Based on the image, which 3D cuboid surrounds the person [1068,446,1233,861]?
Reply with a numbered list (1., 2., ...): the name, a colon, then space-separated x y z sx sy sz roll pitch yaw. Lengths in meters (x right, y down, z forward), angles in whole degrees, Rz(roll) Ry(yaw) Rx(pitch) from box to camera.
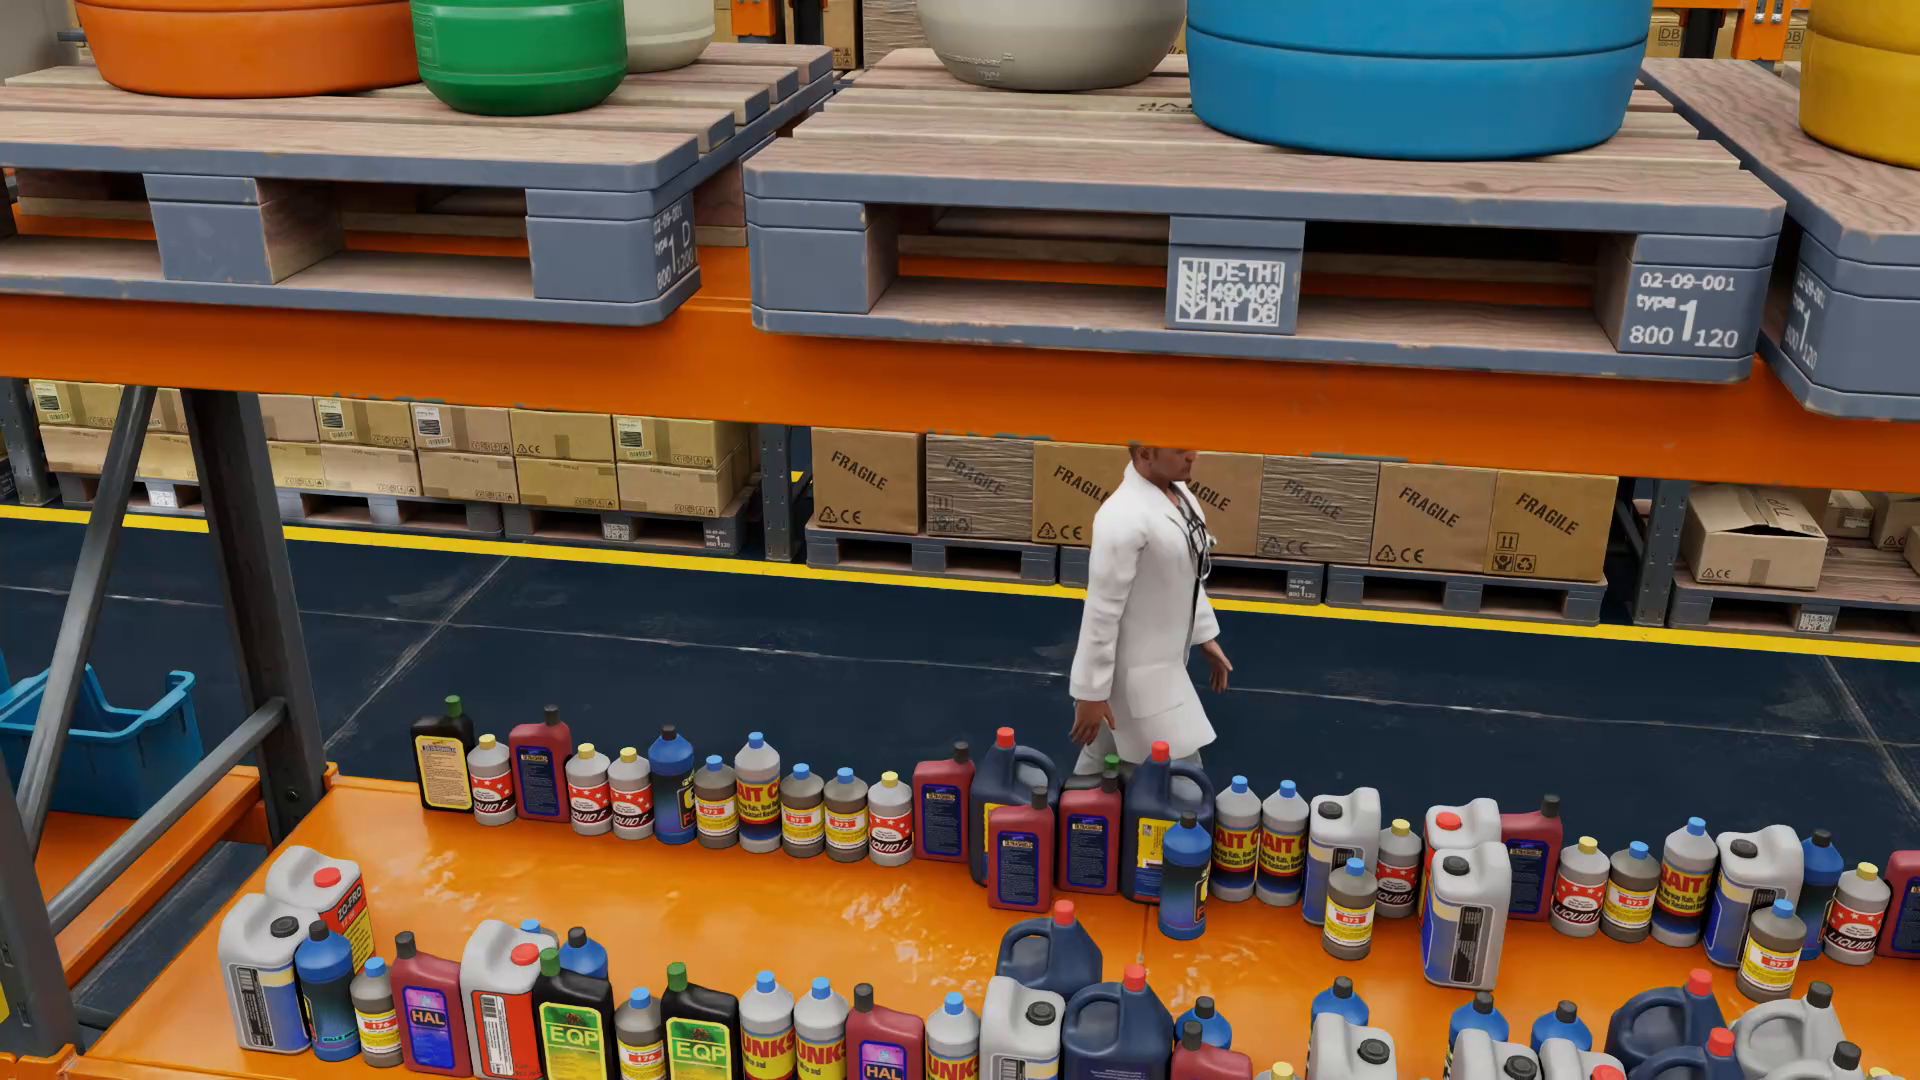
1. person: 0.669 0.413 5.187 0.851 1.767 0.616 7 25 15
